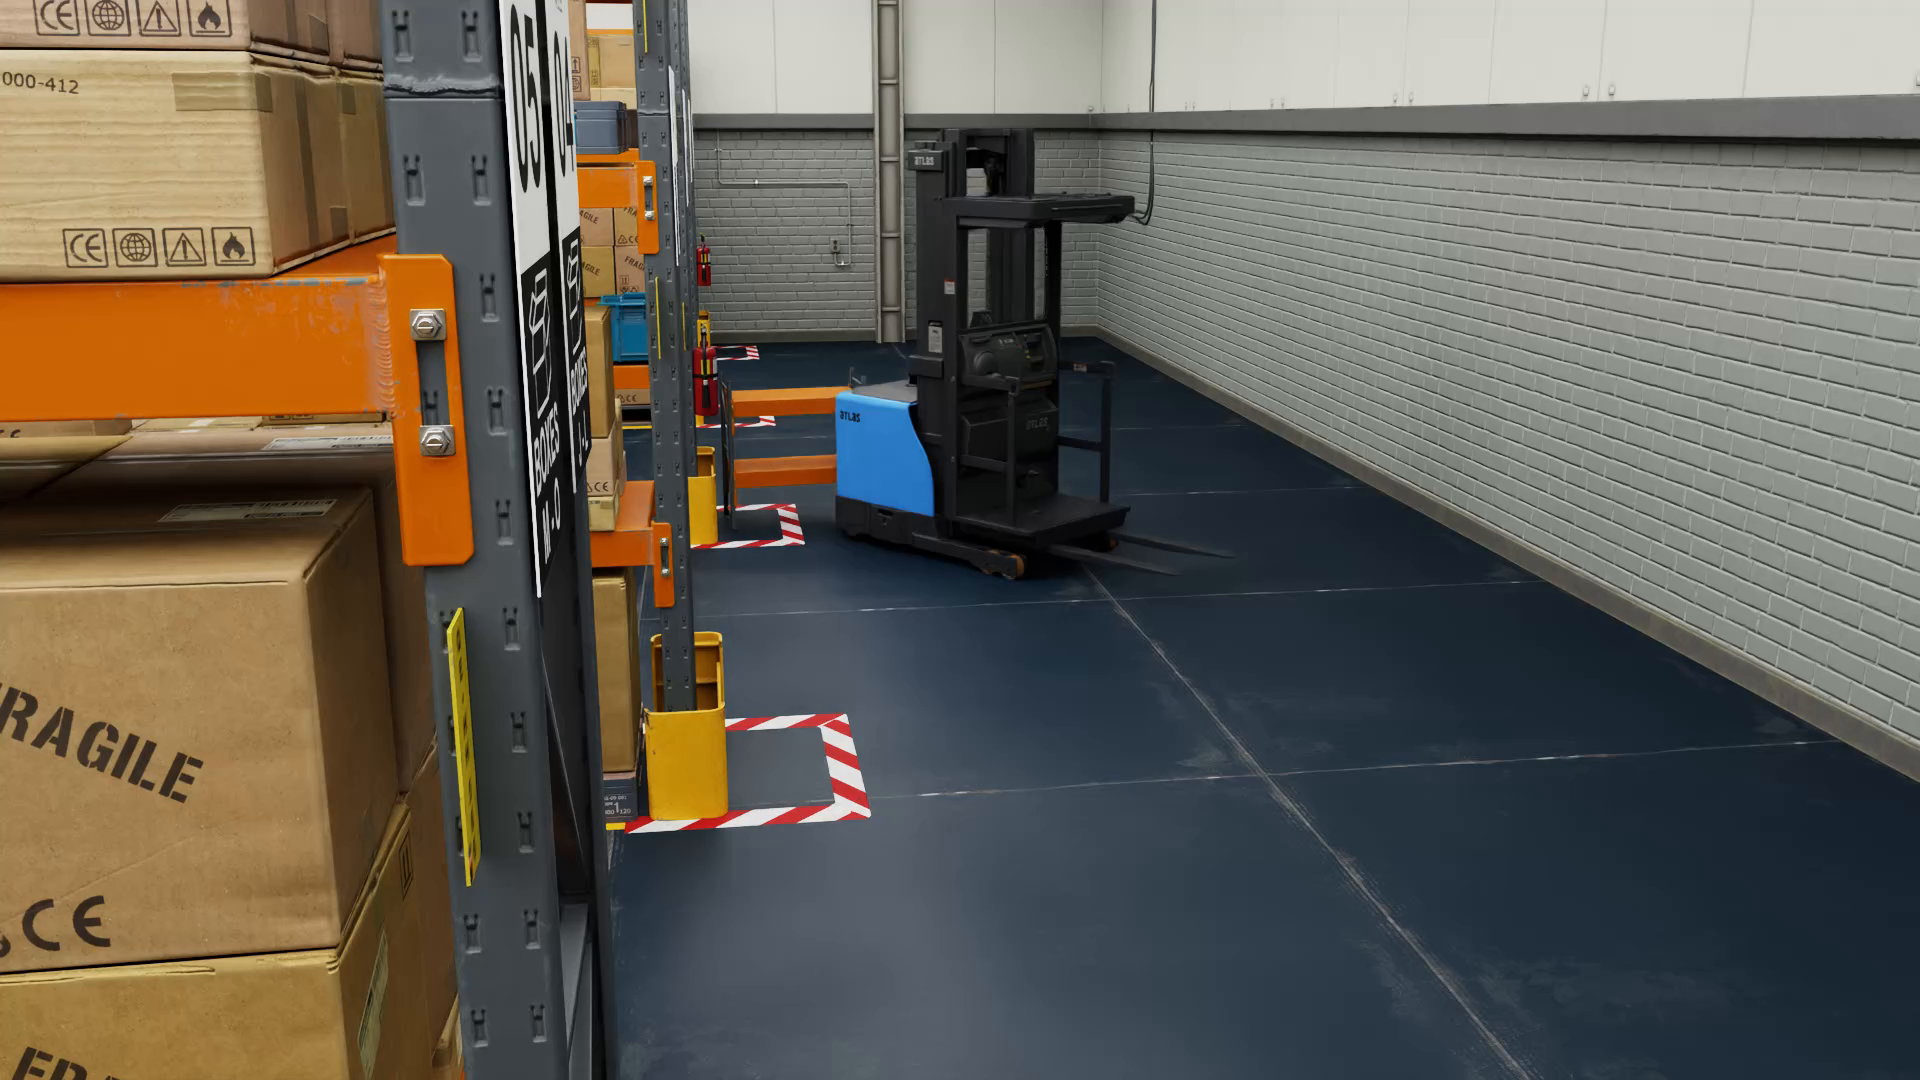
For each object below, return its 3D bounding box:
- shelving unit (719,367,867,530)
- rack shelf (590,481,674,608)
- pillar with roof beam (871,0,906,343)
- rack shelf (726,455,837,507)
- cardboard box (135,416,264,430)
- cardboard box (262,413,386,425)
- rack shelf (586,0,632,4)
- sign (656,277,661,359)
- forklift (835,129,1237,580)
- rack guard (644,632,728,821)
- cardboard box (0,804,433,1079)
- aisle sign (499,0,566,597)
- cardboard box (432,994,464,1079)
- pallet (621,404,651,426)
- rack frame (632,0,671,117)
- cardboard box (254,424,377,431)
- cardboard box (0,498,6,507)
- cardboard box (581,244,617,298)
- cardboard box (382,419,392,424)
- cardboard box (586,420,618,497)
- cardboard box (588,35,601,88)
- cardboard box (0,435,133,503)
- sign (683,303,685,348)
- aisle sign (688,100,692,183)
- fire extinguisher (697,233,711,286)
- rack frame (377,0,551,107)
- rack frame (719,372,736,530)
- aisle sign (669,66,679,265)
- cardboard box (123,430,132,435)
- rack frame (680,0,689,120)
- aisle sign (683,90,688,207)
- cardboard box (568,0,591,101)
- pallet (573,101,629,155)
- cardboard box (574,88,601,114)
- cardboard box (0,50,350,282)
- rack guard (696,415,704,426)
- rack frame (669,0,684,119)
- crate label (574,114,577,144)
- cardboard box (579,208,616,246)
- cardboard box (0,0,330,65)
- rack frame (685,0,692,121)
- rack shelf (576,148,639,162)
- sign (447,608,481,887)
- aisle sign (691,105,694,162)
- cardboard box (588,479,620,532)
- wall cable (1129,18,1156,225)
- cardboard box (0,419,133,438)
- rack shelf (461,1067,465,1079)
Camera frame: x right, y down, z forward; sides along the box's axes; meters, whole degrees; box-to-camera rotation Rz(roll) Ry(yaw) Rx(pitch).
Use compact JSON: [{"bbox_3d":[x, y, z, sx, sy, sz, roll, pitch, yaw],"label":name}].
[{"bbox_3d":[-1.273,-0.713,12.751,1.048,1.125,0.538,-4,15,-14],"label":"shelving unit"},{"bbox_3d":[-3.281,0.057,7.306,4.000,0.370,1.077,-2,14,-8],"label":"rack shelf"},{"bbox_3d":[-0.335,-6.119,18.122,0.400,9.000,9.100,-2,14,-8],"label":"pillar with roof beam"},{"bbox_3d":[-1.273,-0.475,12.810,1.000,0.278,0.538,-4,15,-14],"label":"rack shelf"},{"bbox_3d":[-3.344,-0.425,7.448,0.500,0.250,0.500,-2,14,-9],"label":"cardboard box"},{"bbox_3d":[-2.824,-0.809,7.435,0.500,0.500,0.500,-2,14,-10],"label":"cardboard box"},{"bbox_3d":[-4.754,-5.234,16.079,4.000,0.370,1.077,-2,14,-8],"label":"rack shelf"},{"bbox_3d":[-1.237,-0.910,6.816,0.005,0.325,0.100,-2,14,-8],"label":"sign"},{"bbox_3d":[0.492,-1.298,11.372,3.031,2.935,1.130,13,19,42],"label":"forklift"},{"bbox_3d":[-1.280,0.847,7.815,0.348,0.500,1.175,-2,14,-8],"label":"rack guard"},{"bbox_3d":[-1.071,0.718,2.376,0.500,0.500,0.500,-2,14,-7],"label":"cardboard box"},{"bbox_3d":[-0.548,-0.359,2.142,0.004,0.787,0.394,-2,14,-8],"label":"aisle sign"},{"bbox_3d":[-1.034,0.887,3.034,0.250,0.149,0.380,-2,14,-9],"label":"cardboard box"},{"bbox_3d":[-3.639,-1.363,17.222,1.213,0.211,1.003,-2,14,-8],"label":"pallet"},{"bbox_3d":[-1.304,-3.274,6.778,0.127,3.000,1.000,-2,14,-8],"label":"rack frame"},{"bbox_3d":[-2.748,-0.318,7.019,0.500,0.250,0.500,-3,14,-10],"label":"cardboard box"},{"bbox_3d":[-1.581,0.250,2.188,0.500,0.500,0.500,-3,14,-10],"label":"cardboard box"},{"bbox_3d":[-3.691,-2.694,16.594,0.500,0.500,0.500,-2,14,-8],"label":"cardboard box"},{"bbox_3d":[-2.332,-0.463,7.598,0.500,0.250,0.500,-2,14,-9],"label":"cardboard box"},{"bbox_3d":[-1.743,-0.354,7.165,0.500,0.250,0.500,-2,14,-9],"label":"cardboard box"},{"bbox_3d":[-3.788,-4.715,16.430,0.500,0.500,0.700,-2,14,-8],"label":"cardboard box"},{"bbox_3d":[-1.646,0.127,2.677,0.500,0.500,0.500,-2,14,-7],"label":"cardboard box"},{"bbox_3d":[-1.944,-1.503,11.713,0.005,0.325,0.100,-2,14,-8],"label":"sign"},{"bbox_3d":[-2.663,-3.937,16.410,0.004,0.787,0.394,-2,14,-8],"label":"aisle sign"},{"bbox_3d":[-3.300,-3.615,21.395,0.183,0.674,0.296,-2,14,-8],"label":"fire extinguisher"},{"bbox_3d":[-0.665,-2.077,2.006,0.127,3.000,1.000,-2,14,-8],"label":"rack frame"},{"bbox_3d":[-1.765,-0.681,12.624,0.032,1.125,0.500,-4,15,-14],"label":"rack frame"},{"bbox_3d":[-1.188,-1.556,6.914,0.004,0.787,0.394,-2,14,-8],"label":"aisle sign"},{"bbox_3d":[-3.752,-0.282,6.876,0.500,0.250,0.500,-2,14,-7],"label":"cardboard box"},{"bbox_3d":[-2.776,-5.657,16.280,0.127,3.000,1.000,-2,14,-8],"label":"rack frame"},{"bbox_3d":[-1.927,-2.749,11.672,0.004,0.787,0.394,-2,14,-8],"label":"aisle sign"},{"bbox_3d":[-1.810,-2.088,6.941,0.500,0.500,0.700,-3,14,-12],"label":"cardboard box"},{"bbox_3d":[-2.036,-1.747,7.036,1.213,0.211,1.003,-2,14,-8],"label":"pallet"},{"bbox_3d":[-3.740,-4.274,16.211,0.500,0.250,0.500,-2,14,-8],"label":"cardboard box"},{"bbox_3d":[-1.075,-0.470,2.070,0.500,0.250,0.500,-2,14,-10],"label":"cardboard box"},{"bbox_3d":[-2.851,-1.532,17.303,0.348,0.500,1.175,-2,14,-8],"label":"rack guard"},{"bbox_3d":[-2.042,-4.466,11.529,0.127,3.000,1.000,-2,14,-8],"label":"rack frame"},{"bbox_3d":[-3.002,-2.983,12.088,0.502,0.251,0.408,-2,14,-8],"label":"crate label"},{"bbox_3d":[-3.674,-3.180,16.474,0.500,0.500,0.500,-2,14,-7],"label":"cardboard box"},{"bbox_3d":[-1.082,-0.714,2.018,0.500,0.250,0.500,-3,14,-10],"label":"cardboard box"},{"bbox_3d":[-3.518,-6.849,21.031,0.127,3.000,1.000,-2,14,-8],"label":"rack frame"},{"bbox_3d":[-4.019,-2.589,11.692,4.000,0.370,1.077,-2,14,-8],"label":"rack shelf"},{"bbox_3d":[-0.602,0.252,2.021,0.005,0.325,0.100,-2,14,-8],"label":"sign"},{"bbox_3d":[-3.402,-5.130,21.167,0.004,0.787,0.394,-2,14,-8],"label":"aisle sign"},{"bbox_3d":[-1.607,-0.150,7.171,0.250,0.149,0.380,-2,14,-7],"label":"cardboard box"},{"bbox_3d":[2.129,-5.461,21.883,0.112,2.526,3.097,-2,14,-8],"label":"wall cable"},{"bbox_3d":[-3.745,-0.646,6.788,0.500,0.500,0.500,-3,14,-10],"label":"cardboard box"},{"bbox_3d":[-2.642,1.254,2.534,4.000,0.370,1.077,-2,14,-8],"label":"rack shelf"}]
